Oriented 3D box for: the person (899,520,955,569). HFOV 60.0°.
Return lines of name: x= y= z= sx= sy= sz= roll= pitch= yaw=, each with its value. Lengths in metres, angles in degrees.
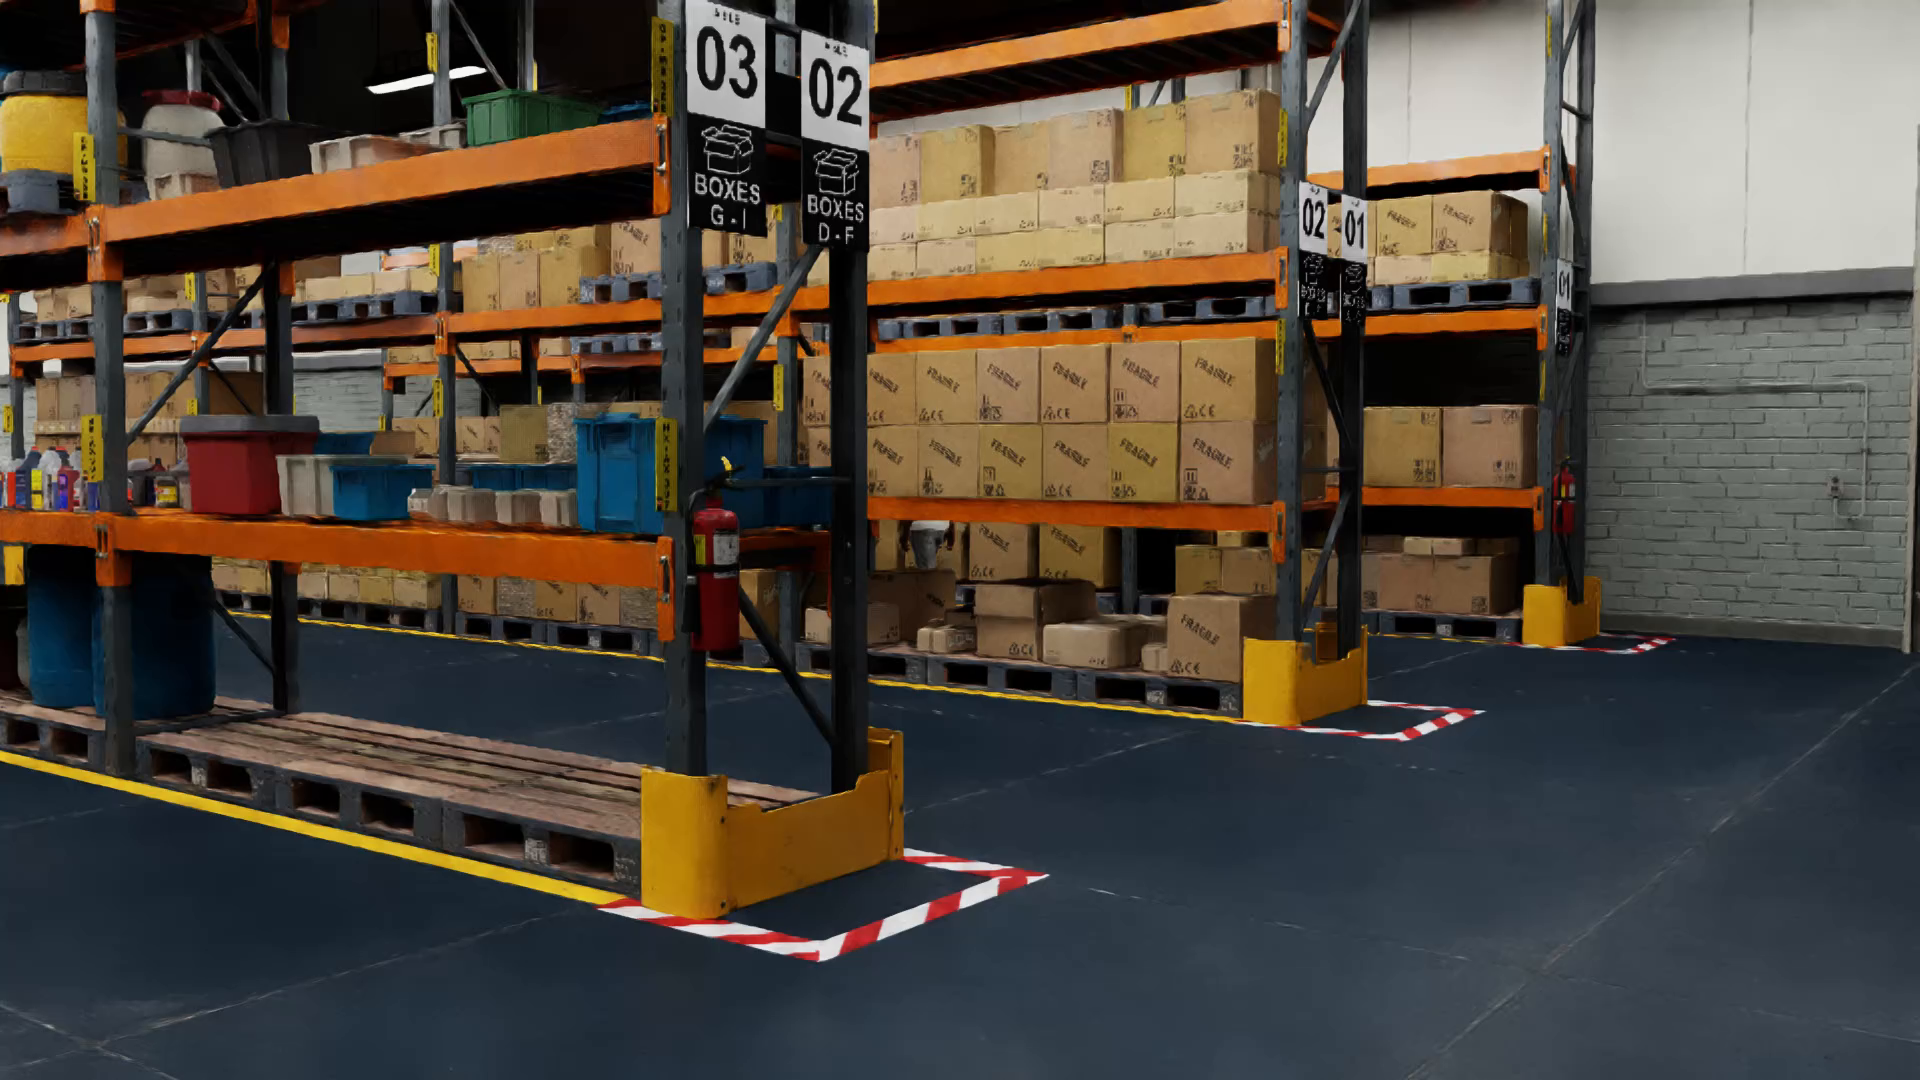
person: x=-0.395 y=-0.099 z=15.337 sx=0.792 sy=1.747 sz=0.567 roll=3 pitch=4 yaw=39
